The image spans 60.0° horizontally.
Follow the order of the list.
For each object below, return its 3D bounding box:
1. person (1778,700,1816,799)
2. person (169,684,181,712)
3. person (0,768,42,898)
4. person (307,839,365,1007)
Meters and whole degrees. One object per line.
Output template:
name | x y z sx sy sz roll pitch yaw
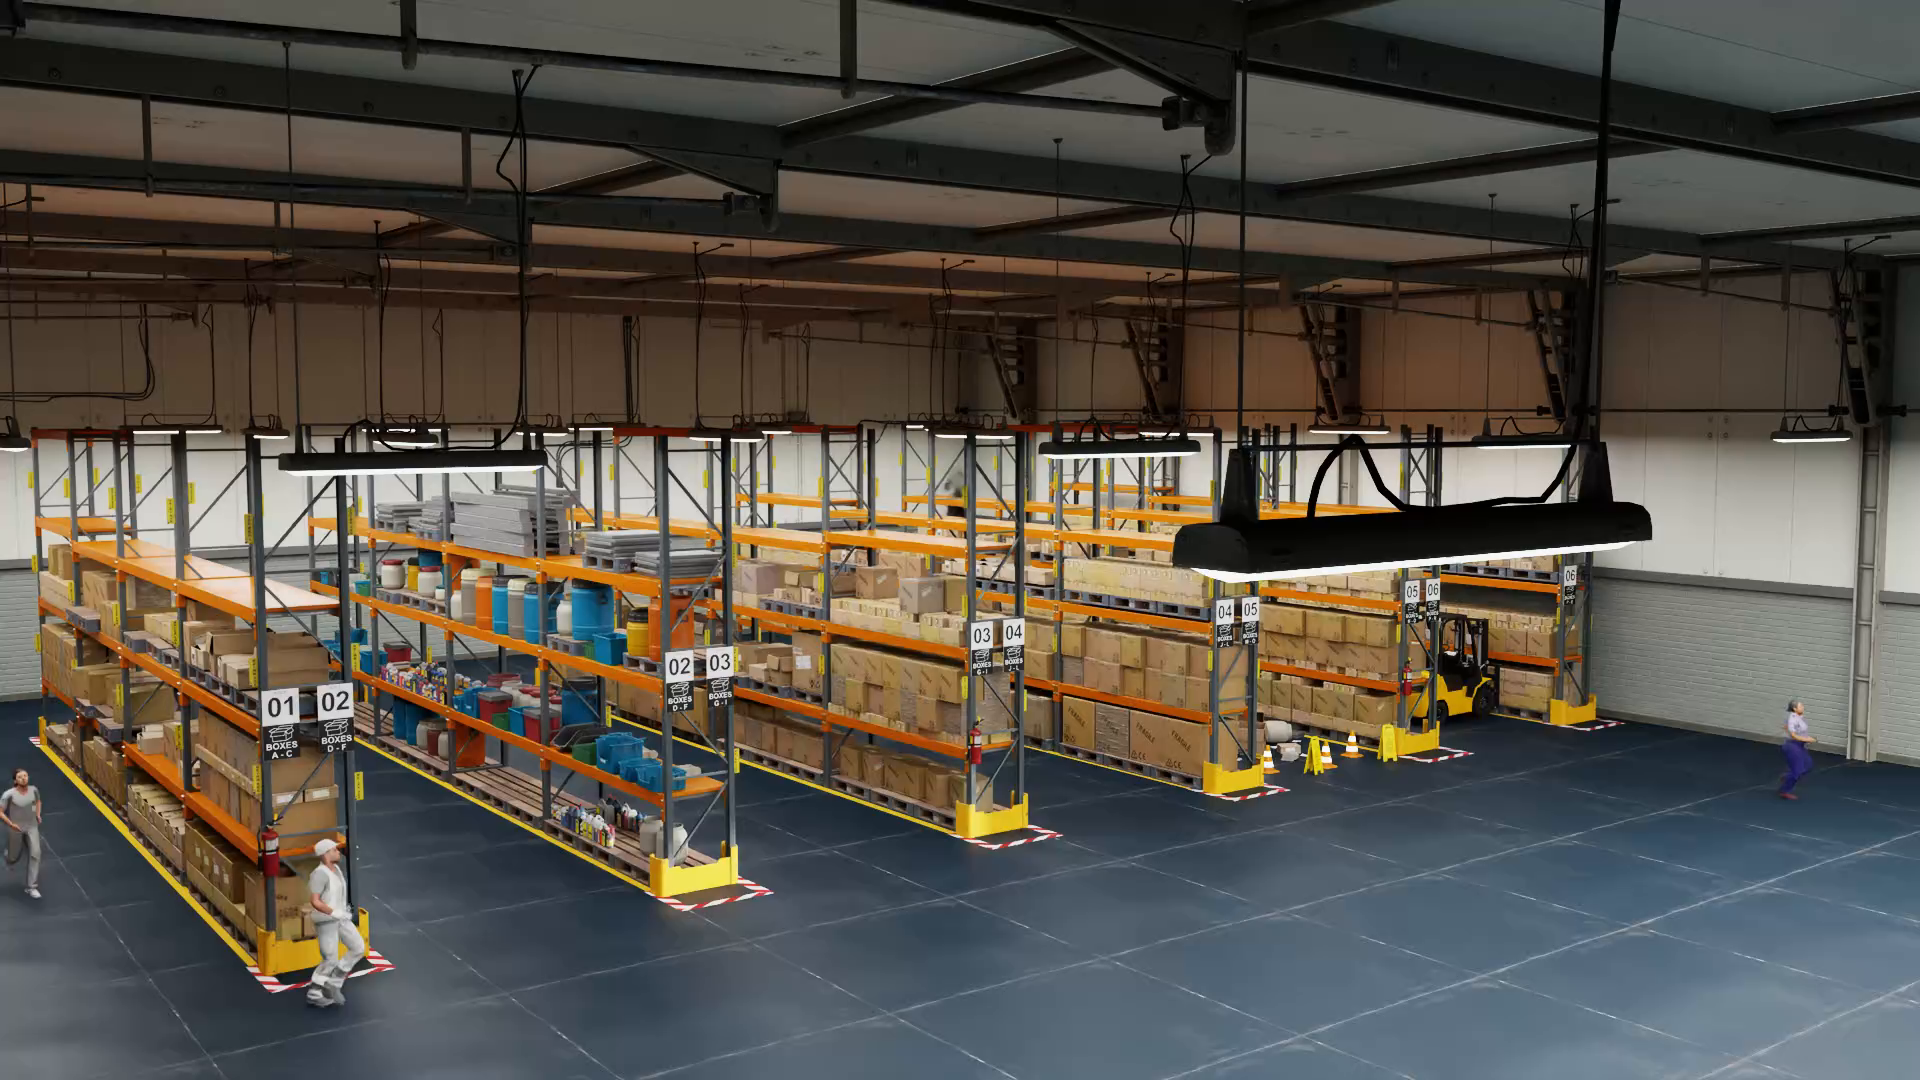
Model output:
person | 13.620 3.497 27.051 0.527 1.427 0.657 3 5 30
person | -15.284 2.962 32.227 0.674 1.737 0.653 3 6 38
person | -12.343 3.818 21.876 0.547 1.652 0.997 -4 6 -43
person | -6.653 4.060 17.728 0.587 1.739 0.693 1 5 8
